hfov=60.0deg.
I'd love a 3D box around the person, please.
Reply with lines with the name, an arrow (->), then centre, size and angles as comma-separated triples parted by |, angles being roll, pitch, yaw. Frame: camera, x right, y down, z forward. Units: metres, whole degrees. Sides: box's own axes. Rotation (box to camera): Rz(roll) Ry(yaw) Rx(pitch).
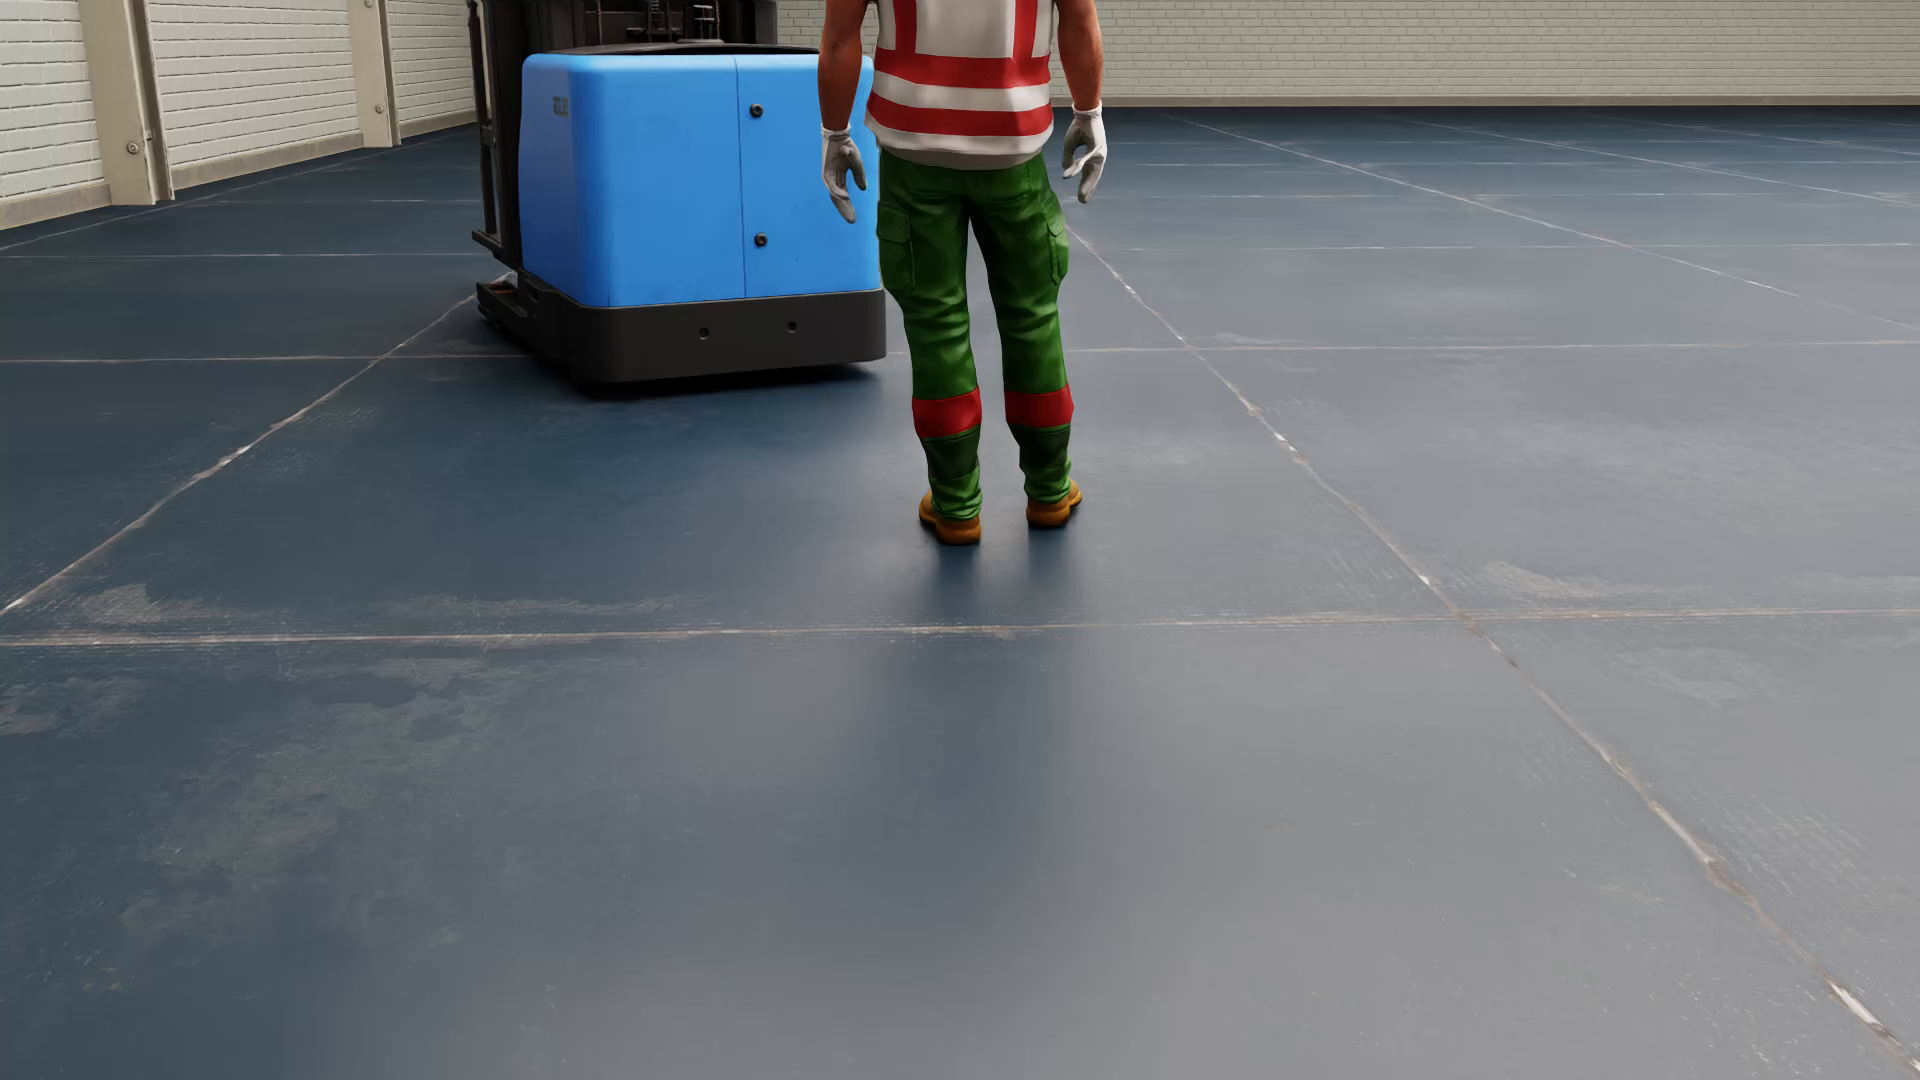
person -> 0.006, -0.886, 3.732 | 0.638, 1.789, 0.562 | -1, 17, -3

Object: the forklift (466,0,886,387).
forklift -> -1.339, -2.290, 6.392 | 1.130, 2.935, 3.031 | -8, 19, -24
